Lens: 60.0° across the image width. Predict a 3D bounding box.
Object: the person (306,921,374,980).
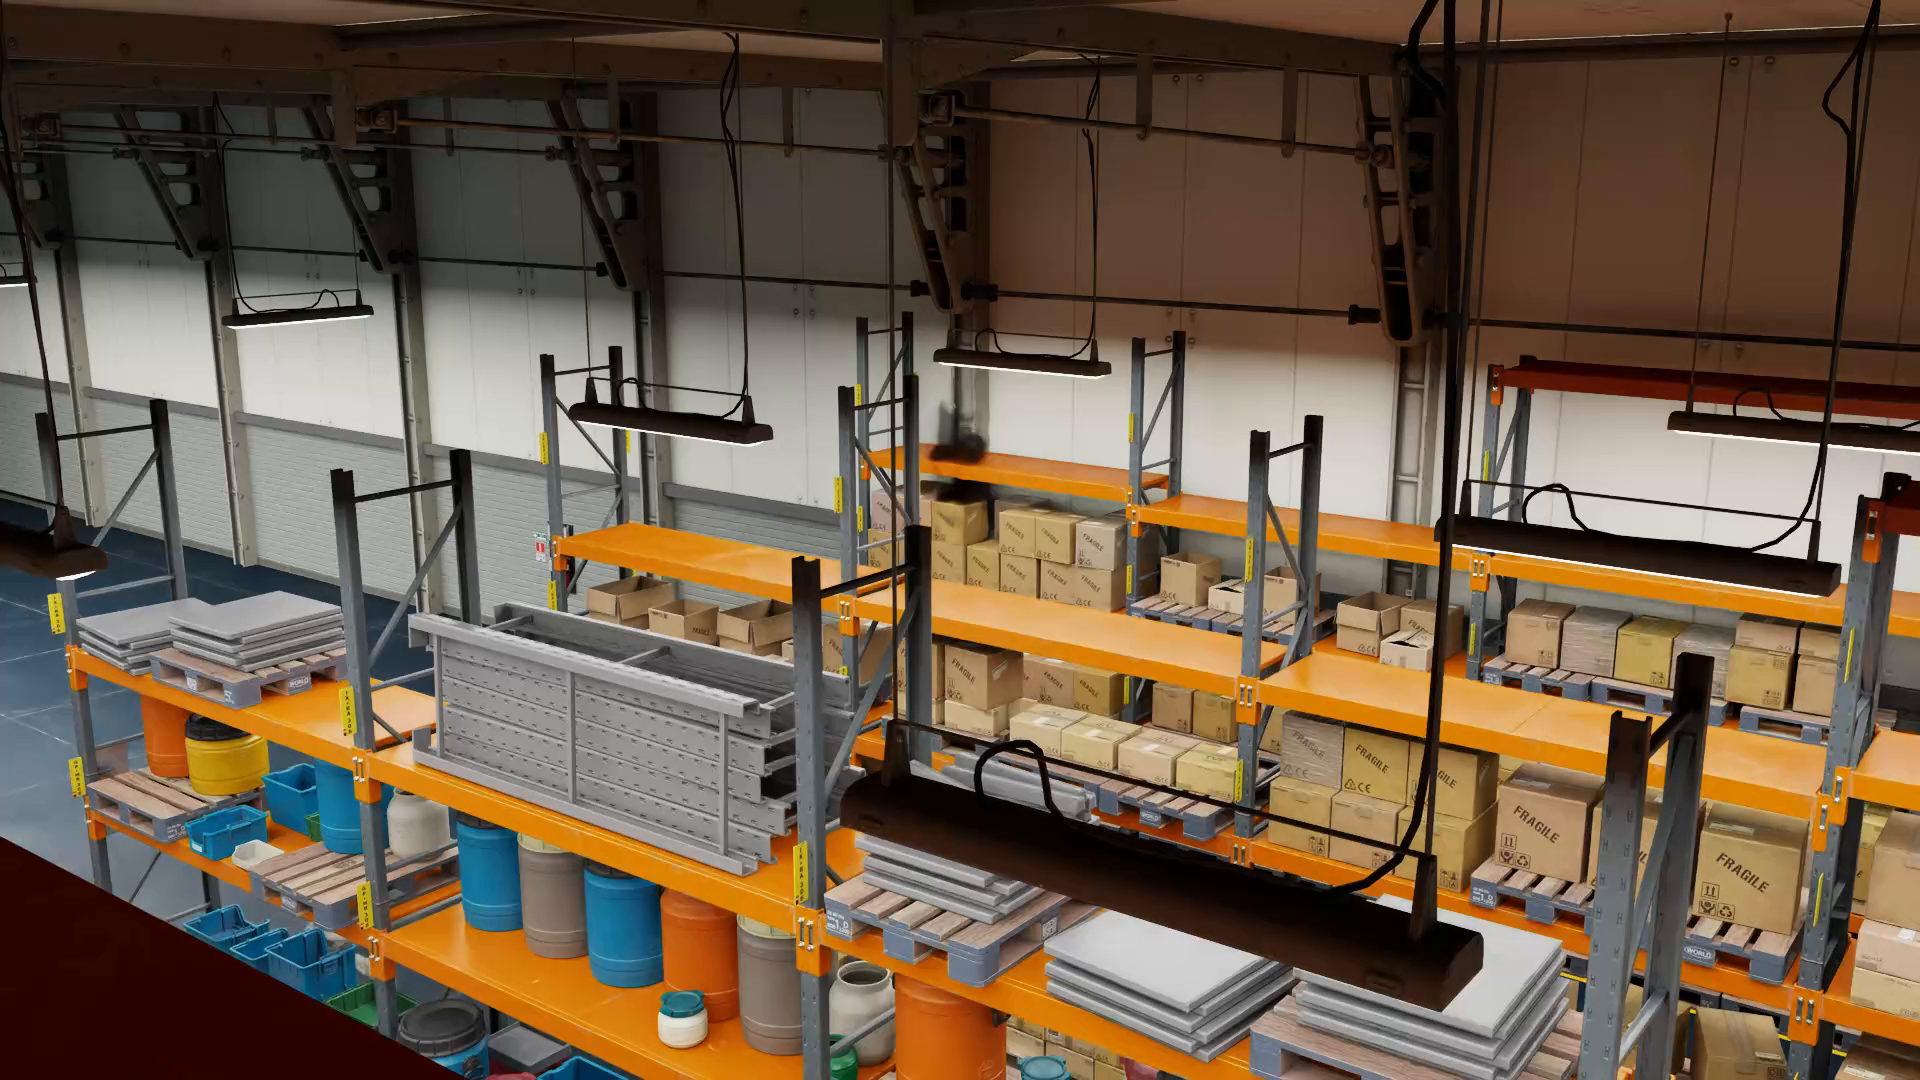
[{"bbox_3d":[-5.839,3.677,15.645,0.649,1.734,0.680,5,14,19],"label":"person"}]
